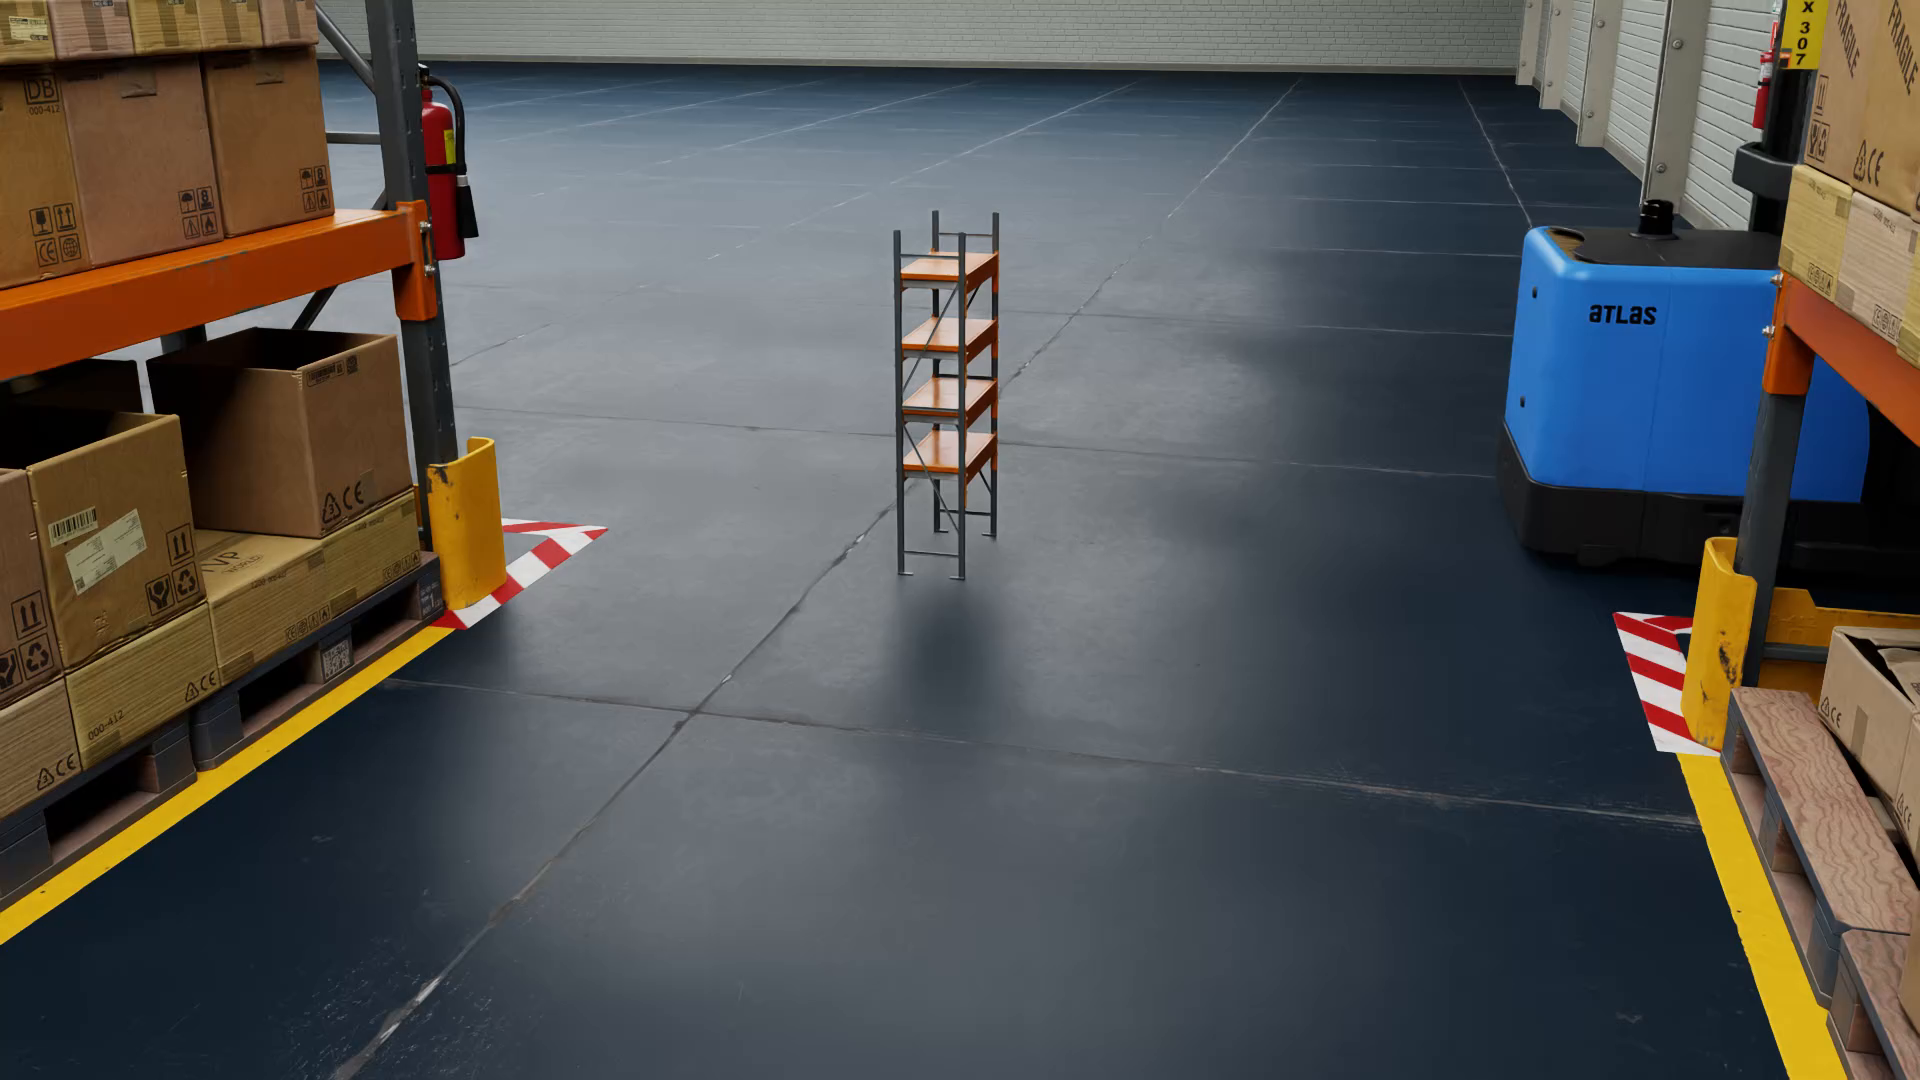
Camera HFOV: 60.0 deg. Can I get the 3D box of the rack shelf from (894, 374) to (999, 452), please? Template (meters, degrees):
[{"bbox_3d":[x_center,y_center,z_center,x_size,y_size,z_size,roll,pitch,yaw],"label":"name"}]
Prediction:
[{"bbox_3d":[-0.040,-0.452,5.863,0.258,0.148,0.480,5,19,13],"label":"rack shelf"}]

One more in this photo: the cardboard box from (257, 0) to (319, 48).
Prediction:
[{"bbox_3d":[-2.080,-1.494,4.761,0.380,0.149,0.250,4,19,12],"label":"cardboard box"}]

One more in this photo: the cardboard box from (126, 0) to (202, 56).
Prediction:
[{"bbox_3d":[-2.205,-1.331,4.286,0.380,0.149,0.250,4,19,13],"label":"cardboard box"}]

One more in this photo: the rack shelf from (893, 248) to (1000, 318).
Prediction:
[{"bbox_3d":[-0.040,-0.888,5.715,0.258,0.148,0.480,5,19,13],"label":"rack shelf"}]

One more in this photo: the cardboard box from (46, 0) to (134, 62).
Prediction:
[{"bbox_3d":[-2.269,-1.253,4.056,0.380,0.149,0.250,5,19,14],"label":"cardboard box"}]

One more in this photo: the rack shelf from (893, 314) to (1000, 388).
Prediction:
[{"bbox_3d":[-0.040,-0.664,5.791,0.258,0.148,0.480,5,19,13],"label":"rack shelf"}]

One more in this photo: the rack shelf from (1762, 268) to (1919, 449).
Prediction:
[{"bbox_3d":[2.144,0.083,2.416,1.077,0.370,4.000,5,19,13],"label":"rack shelf"}]

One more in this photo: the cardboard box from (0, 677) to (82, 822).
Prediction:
[{"bbox_3d":[-2.371,0.491,3.714,0.500,0.250,0.500,5,19,13],"label":"cardboard box"}]

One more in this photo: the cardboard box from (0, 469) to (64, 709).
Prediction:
[{"bbox_3d":[-2.368,0.136,3.592,0.500,0.500,0.500,5,19,13],"label":"cardboard box"}]

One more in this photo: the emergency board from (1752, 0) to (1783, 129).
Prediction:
[{"bbox_3d":[5.407,-3.248,11.057,0.194,1.169,0.643,5,19,13],"label":"emergency board"}]

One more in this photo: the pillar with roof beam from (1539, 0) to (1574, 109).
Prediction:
[{"bbox_3d":[4.990,-11.298,25.342,9.100,9.000,0.400,5,19,13],"label":"pillar with roof beam"}]

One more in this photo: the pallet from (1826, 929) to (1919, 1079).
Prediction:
[{"bbox_3d":[2.081,1.092,2.663,1.003,0.211,1.213,5,19,13],"label":"pallet"}]

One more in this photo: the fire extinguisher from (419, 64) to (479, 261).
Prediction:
[{"bbox_3d":[-1.693,-1.238,5.291,0.296,0.674,0.183,5,19,13],"label":"fire extinguisher"}]

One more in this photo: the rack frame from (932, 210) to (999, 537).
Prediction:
[{"bbox_3d":[0.019,-0.592,6.066,0.240,1.200,0.015,5,19,13],"label":"rack frame"}]

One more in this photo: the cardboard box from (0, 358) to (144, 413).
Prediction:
[{"bbox_3d":[-2.639,-0.219,4.632,0.500,0.500,0.500,5,19,13],"label":"cardboard box"}]

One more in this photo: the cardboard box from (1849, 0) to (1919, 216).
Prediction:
[{"bbox_3d":[2.094,-0.897,3.215,0.500,0.500,0.500,5,19,14],"label":"cardboard box"}]

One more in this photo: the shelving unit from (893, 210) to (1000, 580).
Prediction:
[{"bbox_3d":[-0.040,-0.516,5.842,0.258,1.200,0.503,5,19,13],"label":"shelving unit"}]

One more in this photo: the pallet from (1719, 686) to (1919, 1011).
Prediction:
[{"bbox_3d":[2.381,0.711,3.779,1.003,0.211,1.213,5,19,13],"label":"pallet"}]

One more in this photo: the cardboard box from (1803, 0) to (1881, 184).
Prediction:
[{"bbox_3d":[2.225,-1.051,3.666,0.500,0.500,0.500,5,19,13],"label":"cardboard box"}]

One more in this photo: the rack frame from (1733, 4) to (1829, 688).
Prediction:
[{"bbox_3d":[2.633,-0.884,4.135,1.000,3.000,0.127,5,19,13],"label":"rack frame"}]

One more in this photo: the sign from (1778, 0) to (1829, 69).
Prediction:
[{"bbox_3d":[2.106,-1.336,4.120,0.100,0.325,0.005,5,19,13],"label":"sign"}]

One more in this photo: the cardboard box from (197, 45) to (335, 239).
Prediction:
[{"bbox_3d":[-2.298,-1.176,4.835,0.700,0.500,0.500,5,19,13],"label":"cardboard box"}]

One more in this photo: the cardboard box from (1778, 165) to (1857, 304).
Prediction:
[{"bbox_3d":[2.206,-0.695,3.782,0.500,0.250,0.500,4,19,12],"label":"cardboard box"}]

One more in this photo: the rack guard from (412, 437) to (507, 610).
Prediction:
[{"bbox_3d":[-2.166,-0.099,5.703,1.175,0.500,0.348,5,19,13],"label":"rack guard"}]

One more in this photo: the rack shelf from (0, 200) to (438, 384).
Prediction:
[{"bbox_3d":[-2.661,-0.307,3.558,1.077,0.370,4.000,5,19,13],"label":"rack shelf"}]

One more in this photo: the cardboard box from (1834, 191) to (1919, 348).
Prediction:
[{"bbox_3d":[2.092,-0.531,3.302,0.500,0.250,0.500,4,19,12],"label":"cardboard box"}]

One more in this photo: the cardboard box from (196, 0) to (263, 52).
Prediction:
[{"bbox_3d":[-2.143,-1.411,4.521,0.380,0.149,0.250,5,20,15],"label":"cardboard box"}]

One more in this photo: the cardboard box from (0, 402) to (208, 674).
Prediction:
[{"bbox_3d":[-2.244,-0.020,4.050,0.500,0.500,0.500,5,19,13],"label":"cardboard box"}]

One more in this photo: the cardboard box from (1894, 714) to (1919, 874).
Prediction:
[{"bbox_3d":[2.237,0.569,3.361,0.500,0.311,0.500,6,20,18],"label":"cardboard box"}]

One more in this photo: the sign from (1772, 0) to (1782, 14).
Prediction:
[{"bbox_3d":[5.632,-3.681,11.447,0.001,0.109,0.331,5,19,13],"label":"sign"}]

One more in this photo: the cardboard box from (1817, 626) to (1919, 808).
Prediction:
[{"bbox_3d":[2.376,0.390,3.884,0.500,0.311,0.500,2,19,7],"label":"cardboard box"}]

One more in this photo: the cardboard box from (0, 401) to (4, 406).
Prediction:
[{"bbox_3d":[-2.749,-0.061,4.171,0.500,0.500,0.500,5,19,13],"label":"cardboard box"}]

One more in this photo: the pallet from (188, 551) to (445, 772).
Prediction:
[{"bbox_3d":[-2.318,0.288,5.016,1.003,0.211,1.213,5,19,13],"label":"pallet"}]

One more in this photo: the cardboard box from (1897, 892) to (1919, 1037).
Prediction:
[{"bbox_3d":[2.009,0.705,2.669,0.700,0.500,0.500,3,19,10],"label":"cardboard box"}]

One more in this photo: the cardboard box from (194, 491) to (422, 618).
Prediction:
[{"bbox_3d":[-2.016,0.020,5.093,0.500,0.250,0.500,5,19,13],"label":"cardboard box"}]

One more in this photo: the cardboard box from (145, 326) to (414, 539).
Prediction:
[{"bbox_3d":[-2.014,-0.335,4.971,0.500,0.500,0.500,5,19,13],"label":"cardboard box"}]

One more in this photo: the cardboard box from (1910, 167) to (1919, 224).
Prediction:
[{"bbox_3d":[1.962,-0.736,2.742,0.500,0.500,0.500,4,19,12],"label":"cardboard box"}]

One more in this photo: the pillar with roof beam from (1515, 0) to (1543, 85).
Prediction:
[{"bbox_3d":[6.456,-13.178,30.848,9.100,9.000,0.400,5,19,13],"label":"pillar with roof beam"}]

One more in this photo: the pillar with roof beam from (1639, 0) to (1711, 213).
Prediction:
[{"bbox_3d":[2.058,-7.536,14.330,9.100,9.000,0.400,5,19,13],"label":"pillar with roof beam"}]

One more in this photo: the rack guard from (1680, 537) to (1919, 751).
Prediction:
[{"bbox_3d":[2.614,0.323,4.469,1.175,0.500,0.348,5,19,13],"label":"rack guard"}]

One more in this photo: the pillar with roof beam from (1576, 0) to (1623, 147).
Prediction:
[{"bbox_3d":[3.524,-9.417,19.836,9.100,9.000,0.400,5,19,13],"label":"pillar with roof beam"}]

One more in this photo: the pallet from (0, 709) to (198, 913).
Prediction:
[{"bbox_3d":[-2.618,0.670,3.900,1.003,0.211,1.213,5,19,13],"label":"pallet"}]

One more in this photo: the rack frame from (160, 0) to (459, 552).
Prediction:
[{"bbox_3d":[-2.172,-1.274,5.277,1.000,3.000,0.127,5,19,13],"label":"rack frame"}]

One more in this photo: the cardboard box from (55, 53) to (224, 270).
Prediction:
[{"bbox_3d":[-2.422,-1.011,4.352,0.700,0.500,0.500,5,20,15],"label":"cardboard box"}]

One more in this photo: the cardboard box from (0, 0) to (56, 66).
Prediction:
[{"bbox_3d":[-2.333,-1.170,3.815,0.380,0.149,0.250,5,20,15],"label":"cardboard box"}]

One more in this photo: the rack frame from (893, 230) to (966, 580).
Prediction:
[{"bbox_3d":[-0.100,-0.439,5.618,0.240,1.200,0.015,5,19,13],"label":"rack frame"}]

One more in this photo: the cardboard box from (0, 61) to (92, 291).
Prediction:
[{"bbox_3d":[-2.549,-0.856,3.898,0.700,0.500,0.500,5,19,14],"label":"cardboard box"}]

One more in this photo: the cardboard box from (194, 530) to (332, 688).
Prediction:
[{"bbox_3d":[-2.127,0.177,4.632,0.500,0.250,0.500,5,19,13],"label":"cardboard box"}]

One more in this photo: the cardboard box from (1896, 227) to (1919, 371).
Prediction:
[{"bbox_3d":[1.962,-0.372,2.836,0.500,0.250,0.500,4,19,13],"label":"cardboard box"}]

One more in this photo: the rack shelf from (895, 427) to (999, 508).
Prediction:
[{"bbox_3d":[-0.040,-0.264,5.928,0.258,0.148,0.480,5,19,13],"label":"rack shelf"}]

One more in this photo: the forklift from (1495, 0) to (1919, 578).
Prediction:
[{"bbox_3d":[3.570,-1.351,5.608,3.031,2.935,1.130,4,19,11],"label":"forklift"}]

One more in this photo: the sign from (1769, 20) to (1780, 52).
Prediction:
[{"bbox_3d":[5.642,-3.430,11.535,0.001,0.329,0.234,5,19,13],"label":"sign"}]

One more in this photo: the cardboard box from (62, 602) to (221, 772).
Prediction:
[{"bbox_3d":[-2.247,0.334,4.172,0.500,0.250,0.500,5,19,13],"label":"cardboard box"}]
